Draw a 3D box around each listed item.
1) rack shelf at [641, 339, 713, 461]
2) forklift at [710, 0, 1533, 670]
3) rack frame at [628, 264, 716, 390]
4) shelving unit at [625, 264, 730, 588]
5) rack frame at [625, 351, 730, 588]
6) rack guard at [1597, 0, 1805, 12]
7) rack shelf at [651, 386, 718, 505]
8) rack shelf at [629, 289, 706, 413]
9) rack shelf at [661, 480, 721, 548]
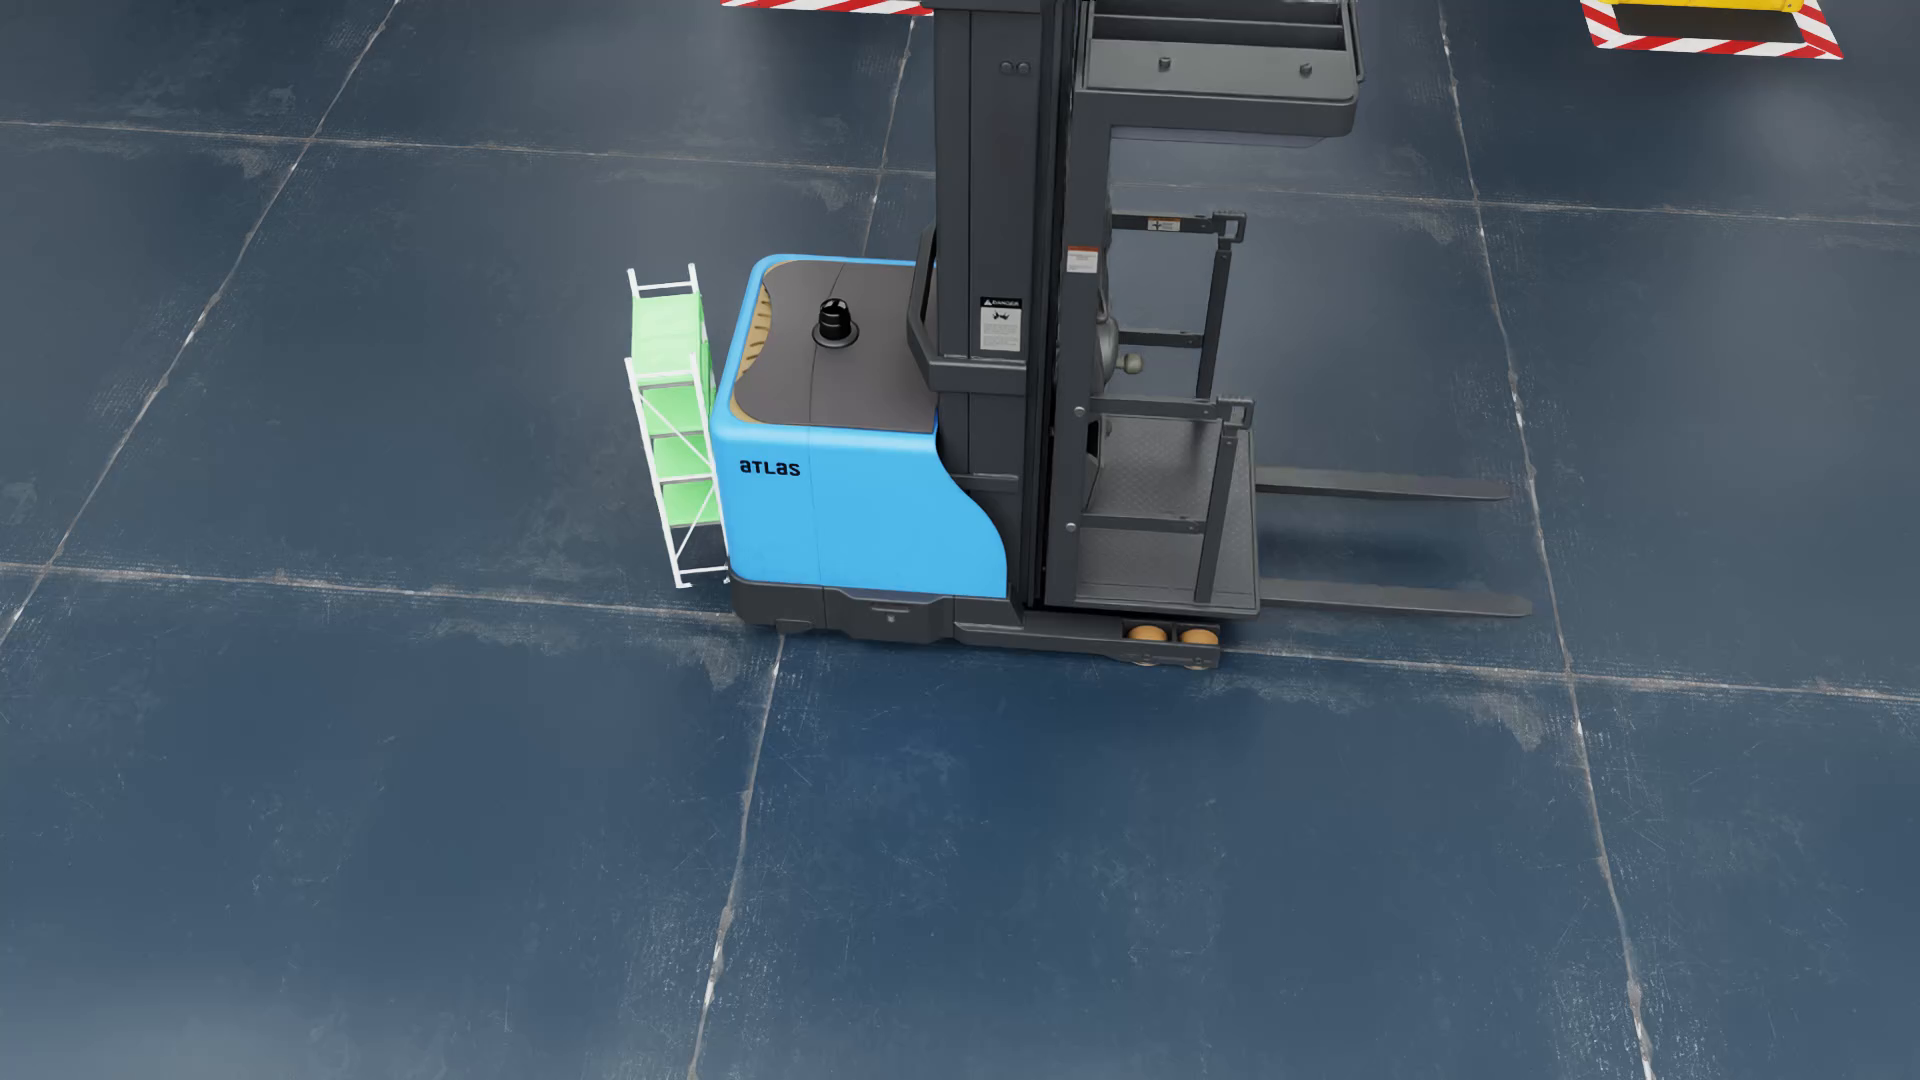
[{"bbox_3d":[-1.051,-0.527,6.202,0.258,0.148,0.480,-6,48,-3],"label":"rack shelf"},{"bbox_3d":[0.668,-0.909,5.621,3.031,2.935,1.130,4,48,3],"label":"forklift"},{"bbox_3d":[-1.074,-0.587,6.496,0.240,1.200,0.015,-6,48,-3],"label":"rack frame"},{"bbox_3d":[-1.047,-0.409,6.332,0.258,1.200,0.503,-6,48,-3],"label":"shelving unit"},{"bbox_3d":[-1.019,-0.230,6.169,0.240,1.200,0.015,-6,48,-3],"label":"rack frame"},{"bbox_3d":[4.276,-3.359,9.510,1.175,0.500,0.348,4,48,4],"label":"rack guard"},{"bbox_3d":[-1.045,-0.366,6.379,0.258,0.148,0.480,-6,48,-3],"label":"rack shelf"},{"bbox_3d":[-1.056,-0.689,6.025,0.258,0.148,0.480,-6,48,-3],"label":"rack shelf"},{"bbox_3d":[-1.040,-0.204,6.557,0.258,0.148,0.480,-6,48,-3],"label":"rack shelf"}]
